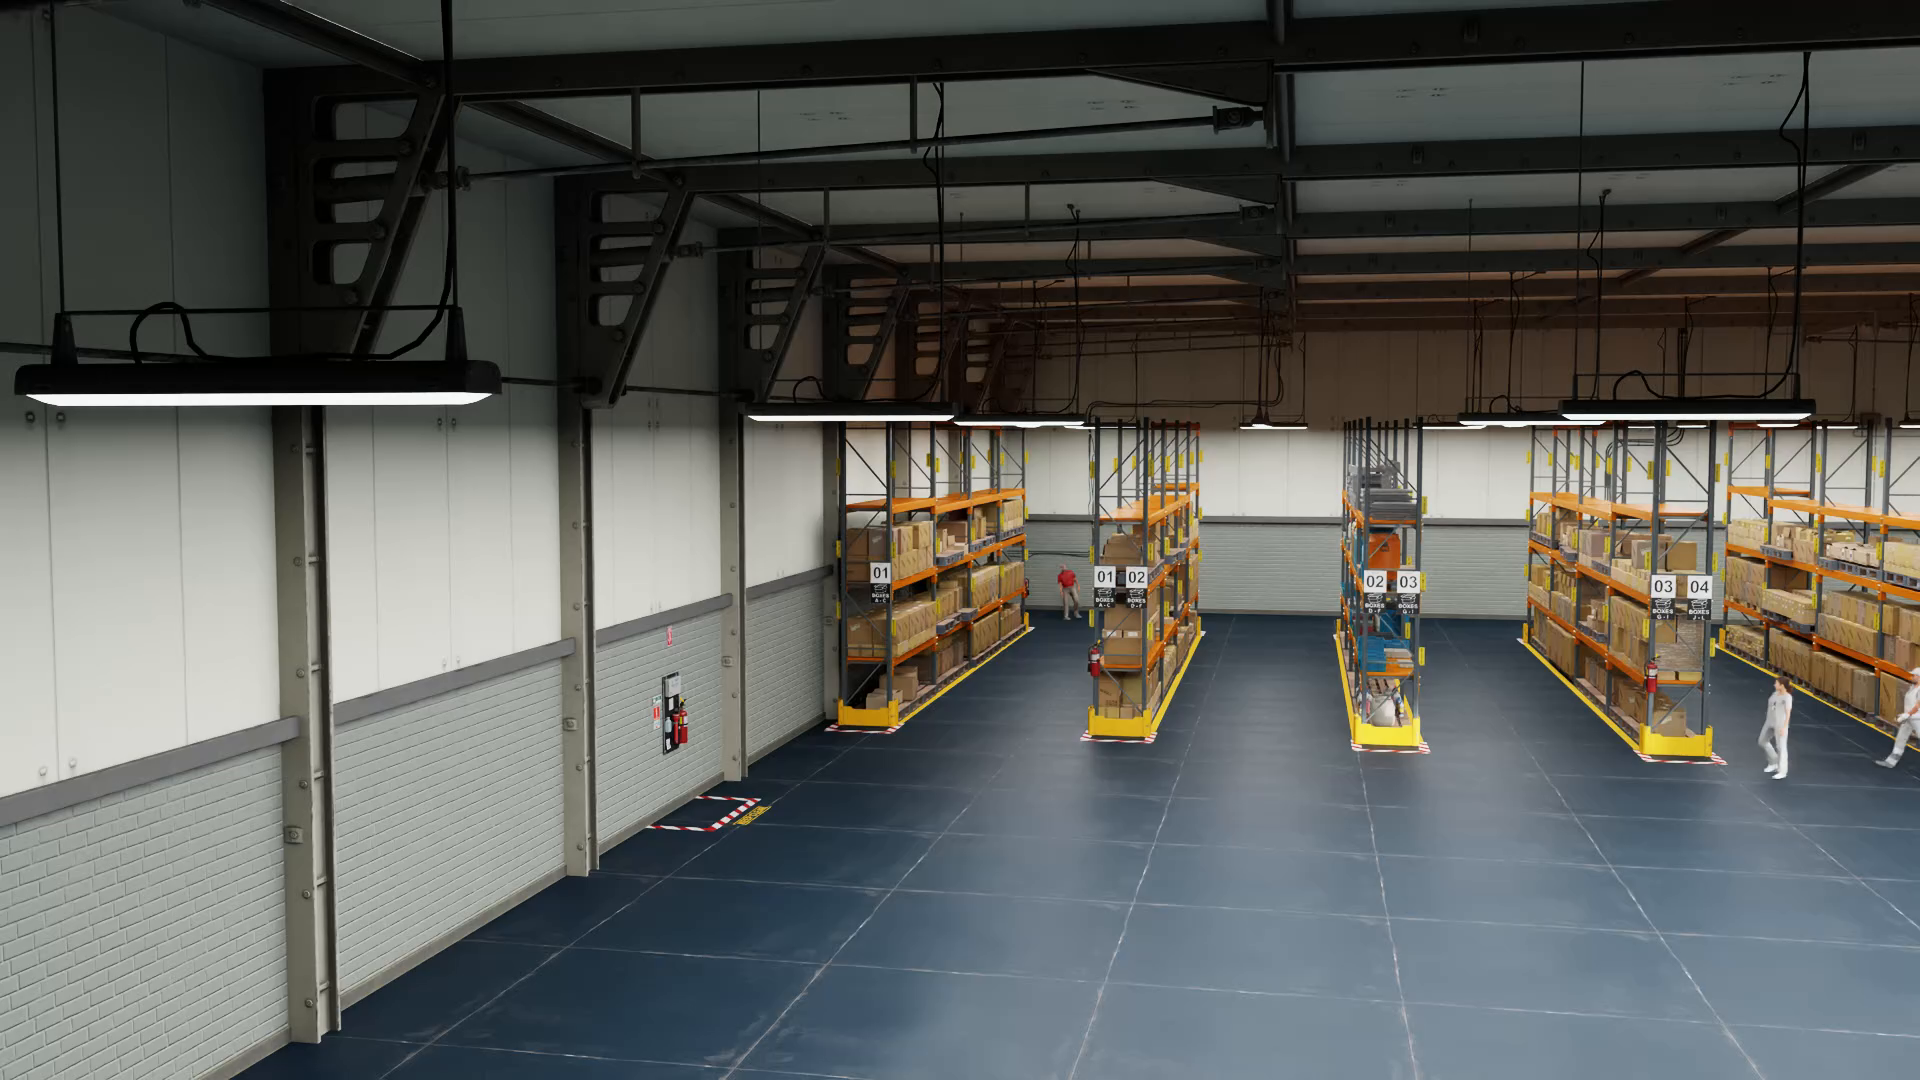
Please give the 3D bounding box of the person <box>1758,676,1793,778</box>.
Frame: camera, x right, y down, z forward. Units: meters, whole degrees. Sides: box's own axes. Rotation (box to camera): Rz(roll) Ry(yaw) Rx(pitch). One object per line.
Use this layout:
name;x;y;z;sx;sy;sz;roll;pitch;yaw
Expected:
person;13.575;3.084;27.635;0.462;1.675;0.550;-1;4;-21

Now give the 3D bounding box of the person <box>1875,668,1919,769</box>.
person;16.096;3.028;28.084;1.049;1.745;0.662;1;4;17

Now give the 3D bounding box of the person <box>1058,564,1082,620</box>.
person;3.365;1.582;50.677;0.722;1.714;0.479;-1;4;-11
